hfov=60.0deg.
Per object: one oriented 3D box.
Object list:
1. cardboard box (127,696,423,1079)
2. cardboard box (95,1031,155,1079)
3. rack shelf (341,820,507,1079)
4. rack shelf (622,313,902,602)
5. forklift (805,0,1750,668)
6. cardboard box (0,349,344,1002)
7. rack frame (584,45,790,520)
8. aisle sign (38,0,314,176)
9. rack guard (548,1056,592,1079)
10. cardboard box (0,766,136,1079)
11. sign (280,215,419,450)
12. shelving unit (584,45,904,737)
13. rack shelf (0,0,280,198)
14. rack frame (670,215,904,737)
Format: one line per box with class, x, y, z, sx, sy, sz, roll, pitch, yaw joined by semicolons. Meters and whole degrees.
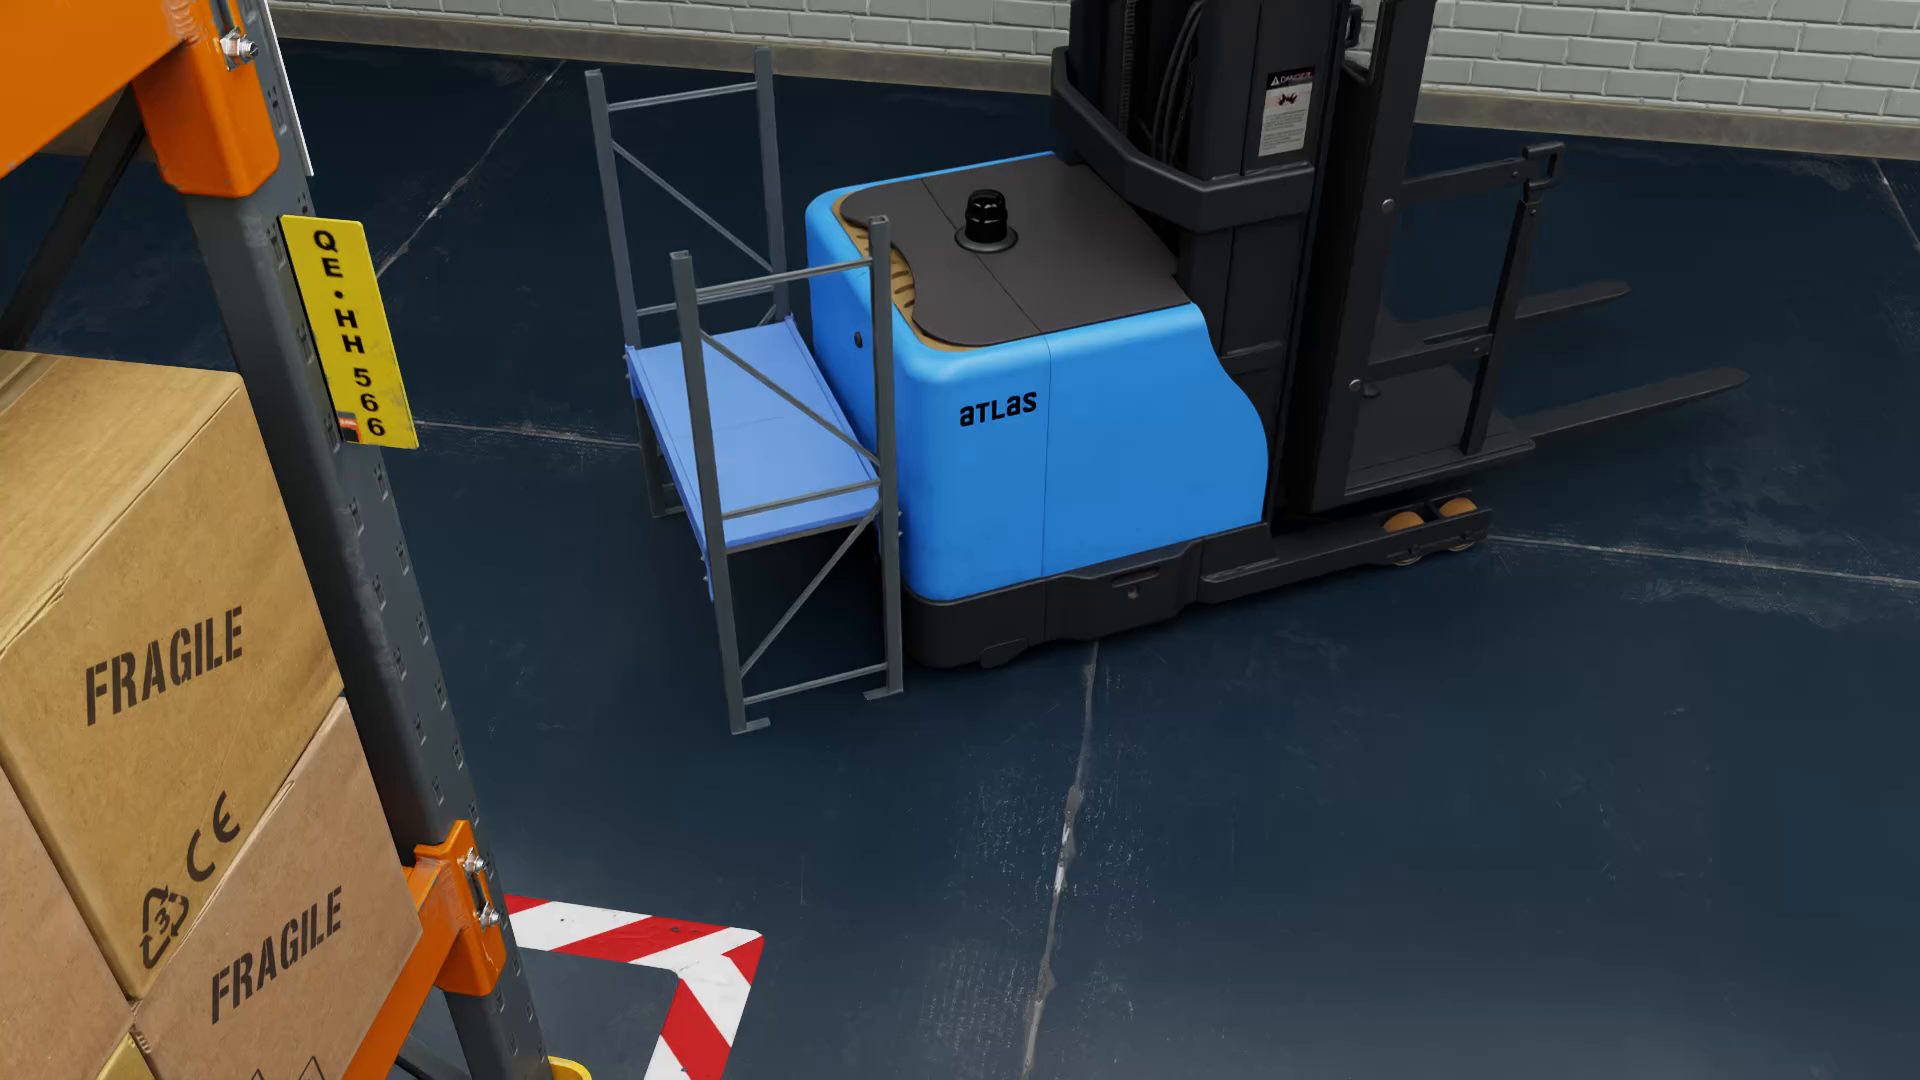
cardboard box;-1.097;0.519;2.190;0.500;0.500;0.500;8;40;9
cardboard box;-1.184;0.845;1.796;0.500;0.500;0.500;7;40;8
rack shelf;-1.634;1.779;1.309;1.077;0.370;4.000;6;40;8
rack shelf;-0.577;-0.265;4.676;0.538;0.185;1.000;-13;41;-16
forklift;1.112;-1.351;4.584;3.031;2.935;1.130;-14;42;-16
cardboard box;-1.094;0.132;1.873;0.500;0.500;0.500;6;40;7
rack frame;-0.754;-0.707;4.928;0.500;1.500;0.032;-13;41;-16
aisle sign;-0.974;-0.765;1.781;0.394;0.787;0.004;6;40;8
rack guard;-1.301;1.257;3.337;1.175;0.500;0.348;6;40;8
cardboard box;-1.181;0.449;1.490;0.500;0.500;0.500;7;40;9
sign;-0.745;-0.248;2.039;0.100;0.325;0.005;6;40;8
shelving unit;-0.577;-0.404;4.561;0.538;1.500;1.048;-13;41;-16
rack shelf;-1.634;0.623;0.353;1.077;0.370;4.000;6;40;8
rack frame;-0.400;-0.100;4.194;0.500;1.500;0.032;-13;41;-16
